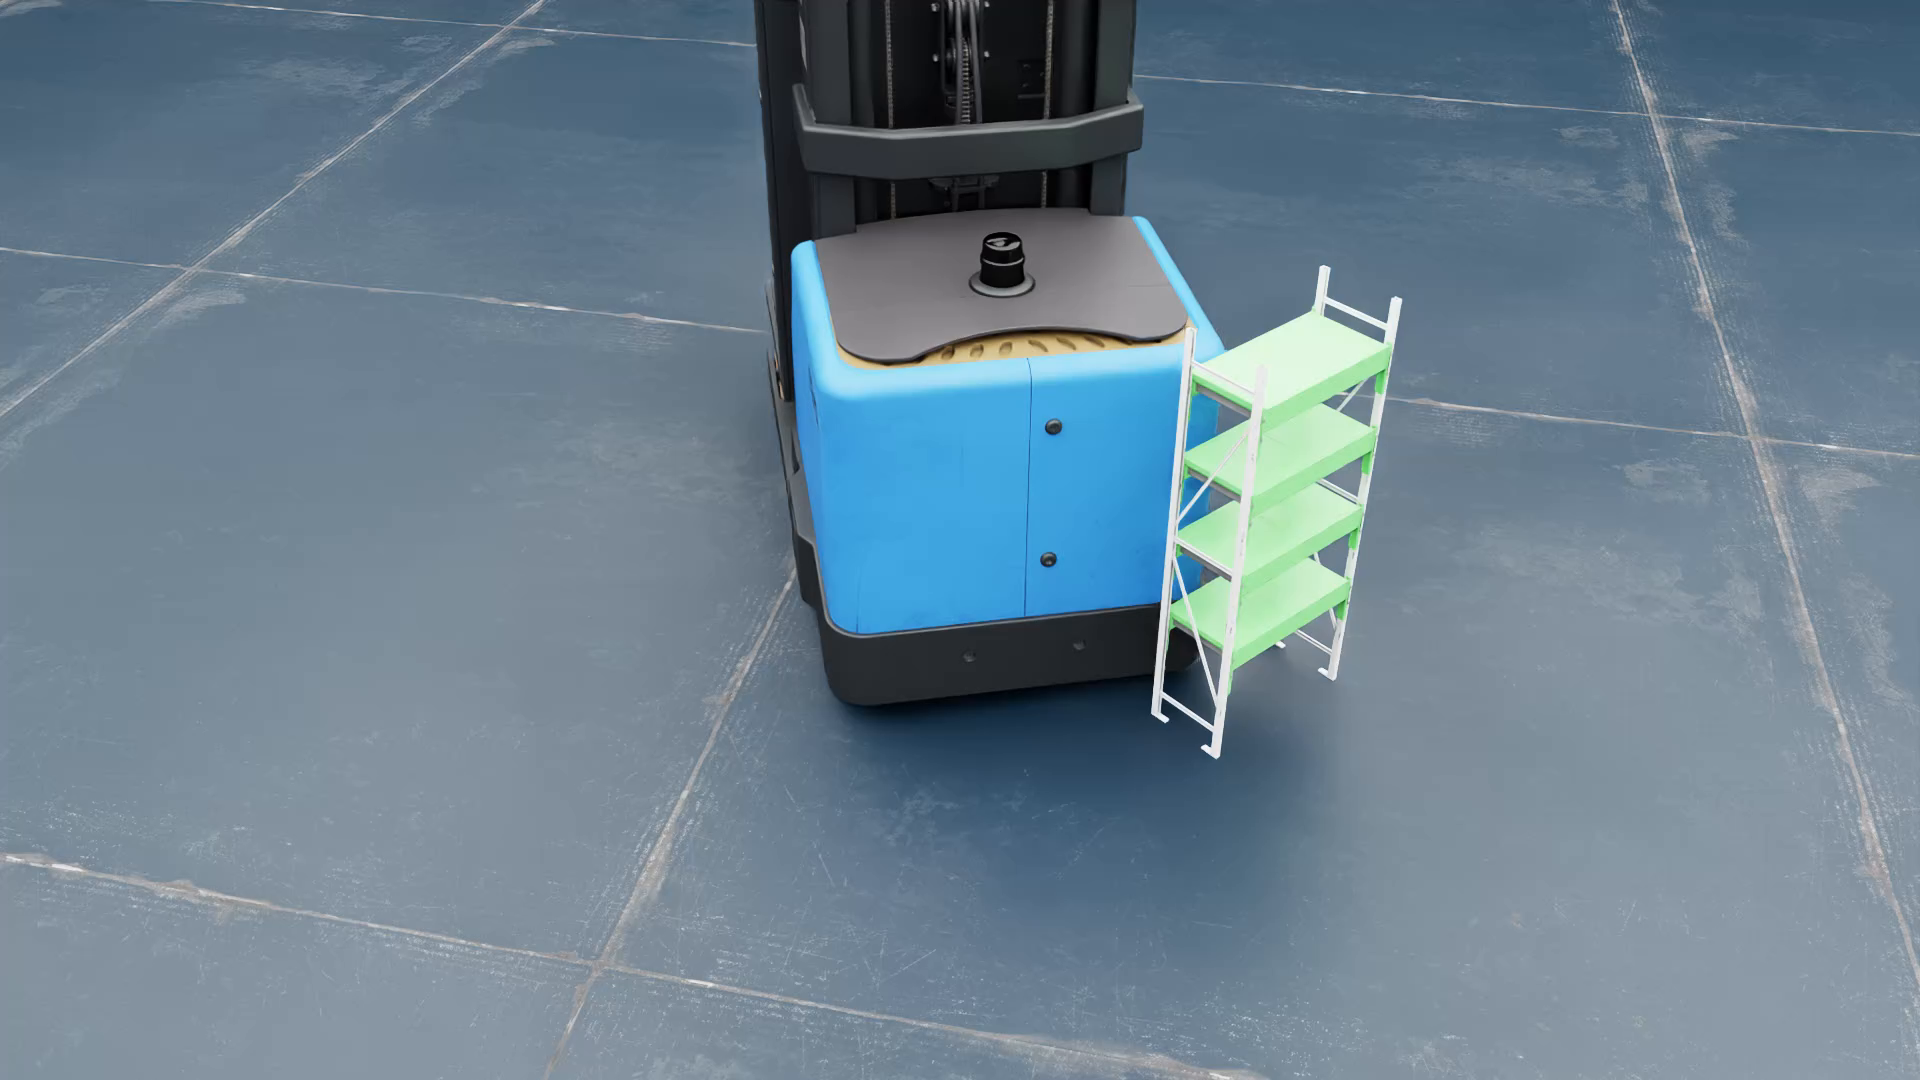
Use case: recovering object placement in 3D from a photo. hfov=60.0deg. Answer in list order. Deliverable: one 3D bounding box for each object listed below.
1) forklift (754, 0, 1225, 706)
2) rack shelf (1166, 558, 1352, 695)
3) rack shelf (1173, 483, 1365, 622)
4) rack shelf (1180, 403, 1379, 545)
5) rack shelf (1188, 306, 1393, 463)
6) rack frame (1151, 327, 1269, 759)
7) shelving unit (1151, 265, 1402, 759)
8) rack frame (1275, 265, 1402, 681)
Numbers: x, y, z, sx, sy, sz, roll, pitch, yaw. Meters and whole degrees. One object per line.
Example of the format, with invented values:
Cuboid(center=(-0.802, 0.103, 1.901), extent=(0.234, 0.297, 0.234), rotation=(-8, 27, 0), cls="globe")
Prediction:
Cuboid(center=(-0.079, -1.597, 4.956), extent=(1.130, 2.935, 3.031), rotation=(-6, 36, -8), cls="forklift")
Cuboid(center=(0.796, 0.196, 4.475), extent=(0.480, 0.148, 0.258), rotation=(-27, 44, -32), cls="rack shelf")
Cuboid(center=(0.796, 0.002, 4.334), extent=(0.480, 0.148, 0.258), rotation=(-27, 44, -32), cls="rack shelf")
Cuboid(center=(0.796, -0.193, 4.194), extent=(0.480, 0.148, 0.258), rotation=(-27, 44, -32), cls="rack shelf")
Cuboid(center=(0.796, -0.387, 4.053), extent=(0.480, 0.148, 0.258), rotation=(-27, 44, -32), cls="rack shelf")
Cuboid(center=(0.612, 0.043, 4.168), extent=(0.015, 1.200, 0.240), rotation=(-27, 44, -32), cls="rack frame")
Cuboid(center=(0.796, -0.050, 4.297), extent=(0.503, 1.200, 0.258), rotation=(-27, 44, -32), cls="shelving unit")
Cuboid(center=(0.981, -0.144, 4.426), extent=(0.015, 1.200, 0.240), rotation=(-27, 44, -32), cls="rack frame")
